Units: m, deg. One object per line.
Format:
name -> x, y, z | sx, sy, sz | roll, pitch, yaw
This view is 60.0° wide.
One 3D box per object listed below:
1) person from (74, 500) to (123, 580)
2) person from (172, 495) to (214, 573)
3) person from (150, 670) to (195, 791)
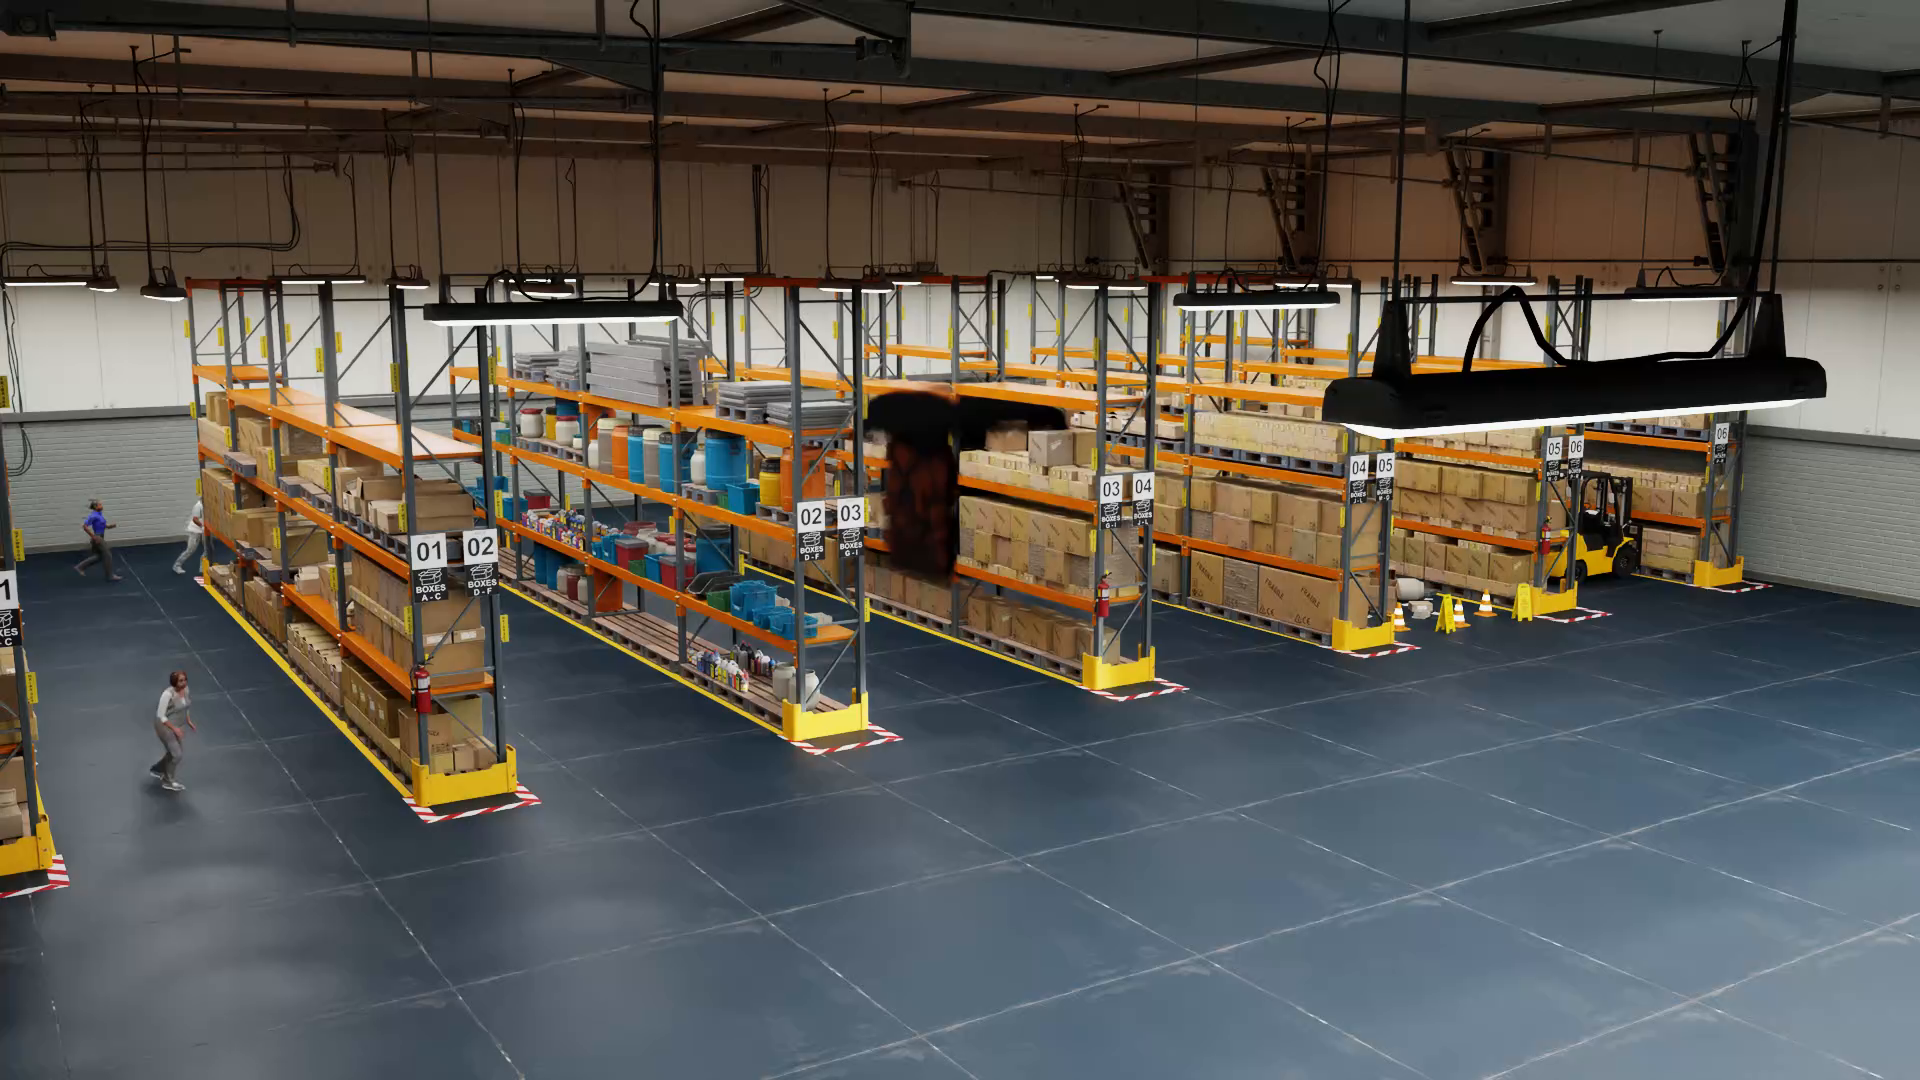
person -> -17.101, 0.005, 32.953 | 0.803, 1.627, 0.570 | -4, 10, -23
person -> -15.544, -0.164, 33.788 | 0.899, 1.722, 0.665 | 0, 10, -2
person -> -9.517, 2.292, 19.968 | 0.715, 1.487, 0.516 | 2, 10, 11
